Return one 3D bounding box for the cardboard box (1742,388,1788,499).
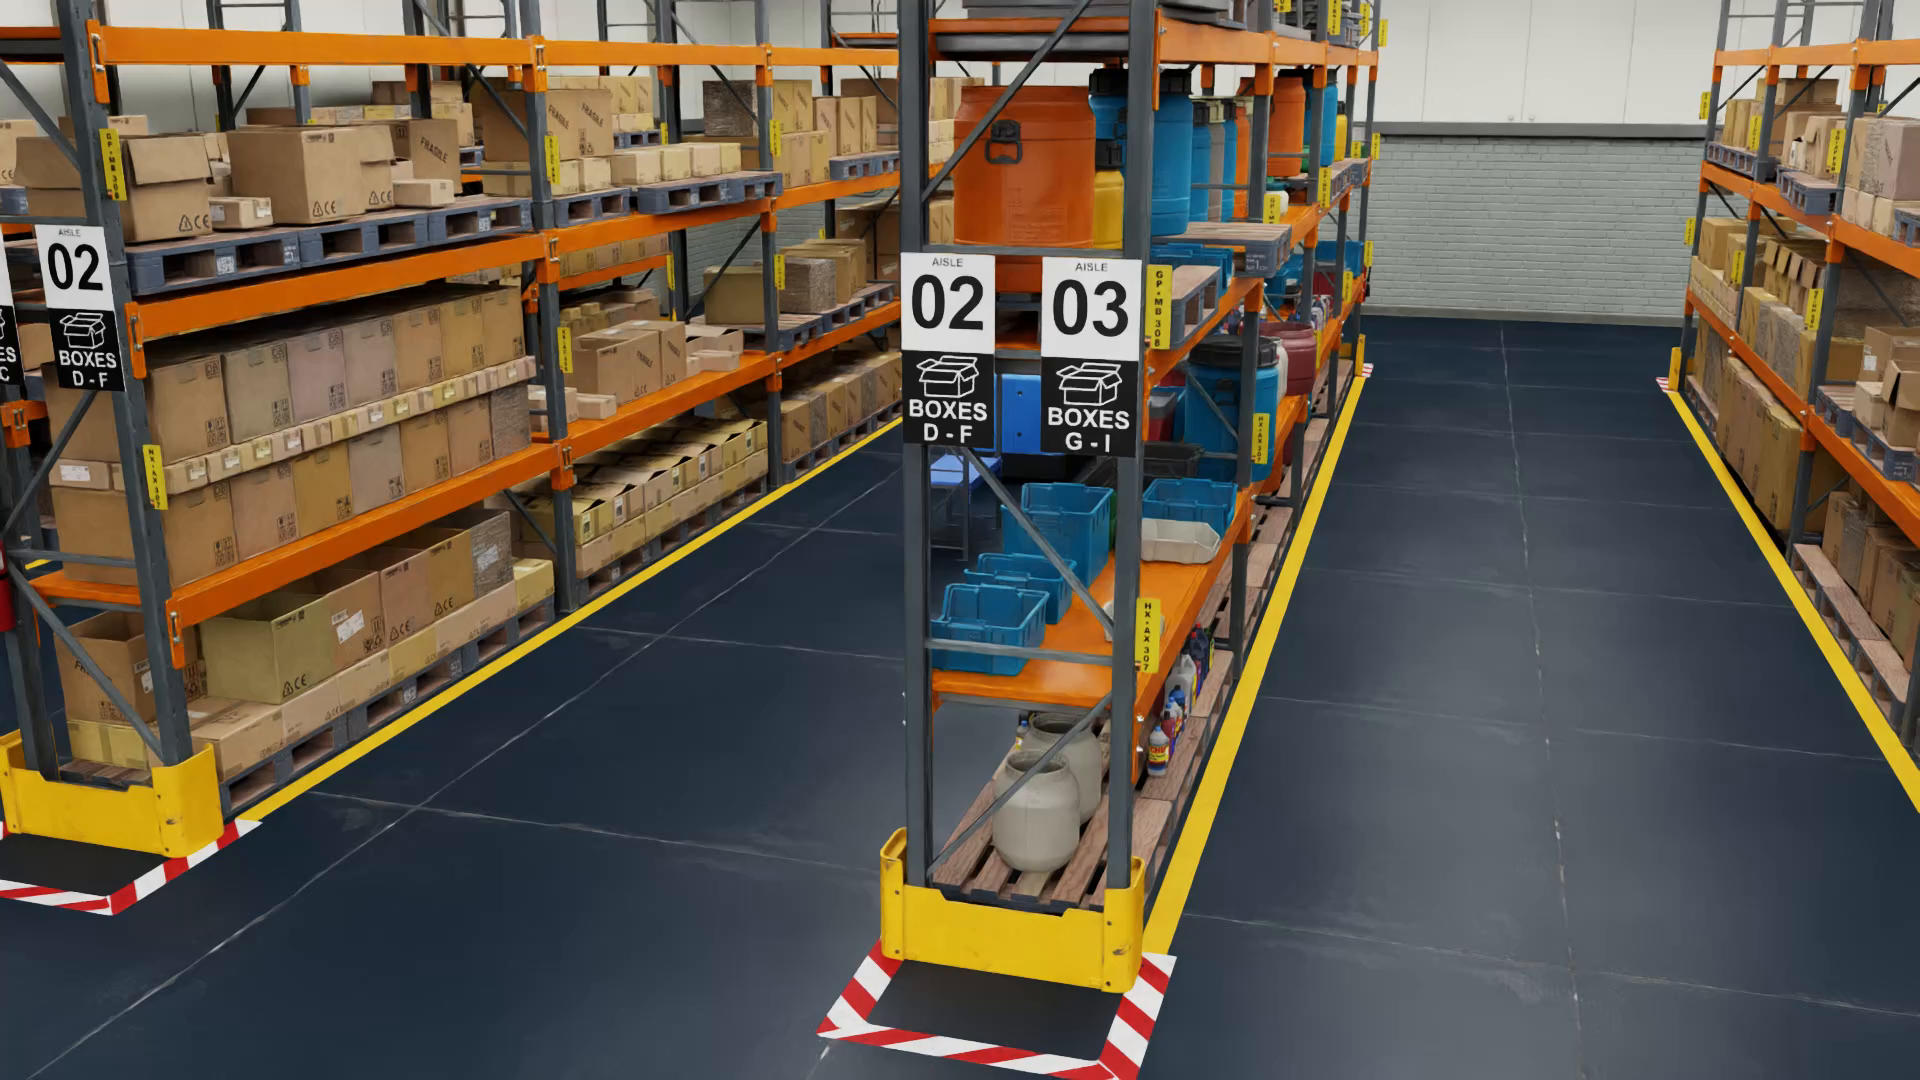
[{"bbox_3d":[7.754,-0.814,14.826,1.225,0.875,0.875,5,16,16],"label":"cardboard box"}]

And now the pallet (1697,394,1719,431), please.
[{"bbox_3d":[9.050,-1.440,19.021,1.003,0.211,1.213,5,16,16],"label":"pallet"}]

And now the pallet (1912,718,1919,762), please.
[{"bbox_3d":[5.984,1.344,9.204,1.003,0.211,1.213,5,16,16],"label":"pallet"}]

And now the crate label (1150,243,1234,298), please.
[{"bbox_3d":[1.104,-1.349,8.364,0.502,0.251,0.408,5,16,16],"label":"crate label"}]

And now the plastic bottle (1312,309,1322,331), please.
[{"bbox_3d":[3.578,-2.202,16.825,0.152,0.276,0.135,5,16,16],"label":"plastic bottle"}]

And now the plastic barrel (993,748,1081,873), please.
[{"bbox_3d":[0.369,1.303,8.027,0.421,0.512,0.421,0,16,0],"label":"plastic barrel"}]

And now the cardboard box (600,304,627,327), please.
[{"bbox_3d":[-5.084,-3.014,23.269,0.700,0.500,0.500,4,16,14],"label":"cardboard box"}]

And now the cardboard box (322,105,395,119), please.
[{"bbox_3d":[-6.617,-4.495,18.195,0.700,0.500,0.500,6,17,19],"label":"cardboard box"}]

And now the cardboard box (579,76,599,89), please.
[{"bbox_3d":[-5.086,-5.832,21.846,0.500,0.500,0.500,5,17,16],"label":"cardboard box"}]

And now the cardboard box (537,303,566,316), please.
[{"bbox_3d":[-5.532,-3.105,22.402,0.380,0.149,0.250,4,16,14],"label":"cardboard box"}]

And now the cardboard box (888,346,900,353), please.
[{"bbox_3d":[-0.979,-2.323,21.145,0.500,0.311,0.500,5,16,16],"label":"cardboard box"}]

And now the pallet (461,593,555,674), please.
[{"bbox_3d":[-3.622,0.601,11.823,1.003,0.211,1.213,5,16,16],"label":"pallet"}]

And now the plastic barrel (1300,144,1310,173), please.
[{"bbox_3d":[3.050,-3.436,14.965,0.294,0.245,0.294,0,16,0],"label":"plastic barrel"}]

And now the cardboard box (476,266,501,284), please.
[{"bbox_3d":[-5.858,-3.348,19.869,0.500,0.500,0.500,5,17,16],"label":"cardboard box"}]

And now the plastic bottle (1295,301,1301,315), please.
[{"bbox_3d":[3.527,-2.326,17.124,0.144,0.351,0.185,5,16,16],"label":"plastic bottle"}]

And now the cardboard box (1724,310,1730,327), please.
[{"bbox_3d":[8.260,-2.321,17.475,0.380,0.149,0.250,5,17,17],"label":"cardboard box"}]

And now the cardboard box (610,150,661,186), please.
[{"bbox_3d":[-2.754,-3.014,13.465,0.500,0.250,0.500,3,16,11],"label":"cardboard box"}]

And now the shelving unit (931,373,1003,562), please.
[{"bbox_3d":[-0.024,-0.699,14.046,0.538,1.500,1.048,5,16,16],"label":"shelving unit"}]

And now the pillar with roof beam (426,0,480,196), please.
[{"bbox_3d":[-2.336,-6.224,19.781,9.100,9.000,0.400,5,16,16],"label":"pillar with roof beam"}]

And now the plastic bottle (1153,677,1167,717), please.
[{"bbox_3d":[1.187,0.895,9.849,0.061,0.283,0.133,5,16,16],"label":"plastic bottle"}]

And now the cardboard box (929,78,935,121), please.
[{"bbox_3d":[-0.703,-5.260,19.866,0.700,0.500,0.500,5,16,16],"label":"cardboard box"}]

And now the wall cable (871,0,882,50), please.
[{"bbox_3d":[-0.153,-9.532,27.879,3.097,2.526,0.112,5,16,16],"label":"wall cable"}]

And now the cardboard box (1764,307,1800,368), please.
[{"bbox_3d":[7.617,-1.818,15.059,0.500,0.500,0.500,5,17,17],"label":"cardboard box"}]

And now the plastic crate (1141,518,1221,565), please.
[{"bbox_3d":[1.173,0.011,9.276,0.530,0.136,0.437,5,16,16],"label":"plastic crate"}]

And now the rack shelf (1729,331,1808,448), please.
[{"bbox_3d":[7.846,-1.400,15.085,1.077,0.370,4.000,5,16,16],"label":"rack shelf"}]

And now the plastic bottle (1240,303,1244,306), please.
[{"bbox_3d":[2.900,-2.302,17.161,0.061,0.283,0.133,5,16,16],"label":"plastic bottle"}]

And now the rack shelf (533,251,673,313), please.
[{"bbox_3d":[-5.265,-3.598,22.837,1.077,0.370,4.000,5,16,16],"label":"rack shelf"}]

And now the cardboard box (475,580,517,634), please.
[{"bbox_3d":[-3.430,0.444,11.536,0.500,0.250,0.500,5,16,16],"label":"cardboard box"}]

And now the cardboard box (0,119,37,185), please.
[{"bbox_3d":[-7.874,-3.158,13.517,0.500,0.500,0.500,7,17,24],"label":"cardboard box"}]

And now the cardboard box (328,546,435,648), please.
[{"bbox_3d":[-3.698,0.346,10.507,0.500,0.500,0.500,5,16,16],"label":"cardboard box"}]

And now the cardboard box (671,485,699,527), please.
[{"bbox_3d":[-2.567,-0.313,14.205,0.500,0.250,0.500,5,17,17],"label":"cardboard box"}]

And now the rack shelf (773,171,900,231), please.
[{"bbox_3d":[-1.651,-3.612,17.388,1.077,0.370,4.000,5,16,16],"label":"rack shelf"}]

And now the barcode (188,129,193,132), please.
[{"bbox_3d":[-7.643,-4.049,16.511,0.001,0.075,0.075,5,16,16],"label":"barcode"}]

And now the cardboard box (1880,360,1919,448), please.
[{"bbox_3d":[6.545,-0.888,11.005,0.797,0.503,0.637,6,17,22],"label":"cardboard box"}]

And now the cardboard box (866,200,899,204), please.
[{"bbox_3d":[-0.901,-3.986,20.869,0.500,0.500,0.500,5,17,16],"label":"cardboard box"}]

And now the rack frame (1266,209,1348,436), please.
[{"bbox_3d":[3.666,-2.653,18.186,1.000,3.000,0.127,5,16,16],"label":"rack frame"}]

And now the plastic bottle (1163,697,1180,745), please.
[{"bbox_3d":[1.195,1.021,9.425,0.097,0.271,0.097,0,16,0],"label":"plastic bottle"}]

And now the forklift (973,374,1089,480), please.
[{"bbox_3d":[0.898,-2.355,17.260,1.130,2.935,3.031,4,16,14],"label":"forklift"}]

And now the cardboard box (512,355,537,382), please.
[{"bbox_3d":[-3.228,-1.218,11.753,0.380,0.149,0.250,5,16,16],"label":"cardboard box"}]

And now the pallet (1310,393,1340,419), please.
[{"bbox_3d":[3.837,-1.507,19.255,1.003,0.211,1.213,5,16,16],"label":"pallet"}]

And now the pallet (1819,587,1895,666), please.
[{"bbox_3d":[6.705,0.642,11.681,1.003,0.211,1.213,5,16,16],"label":"pallet"}]

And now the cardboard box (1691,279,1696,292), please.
[{"bbox_3d":[9.062,-3.060,20.081,0.380,0.149,0.250,4,16,15],"label":"cardboard box"}]

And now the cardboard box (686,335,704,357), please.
[{"bbox_3d":[-2.659,-1.730,15.094,0.500,0.311,0.500,4,16,15],"label":"cardboard box"}]

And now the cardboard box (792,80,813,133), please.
[{"bbox_3d":[-1.799,-4.344,16.636,0.500,0.500,0.500,5,16,16],"label":"cardboard box"}]

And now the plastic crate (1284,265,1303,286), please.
[{"bbox_3d":[4.042,-3.264,20.538,0.416,0.233,0.300,5,16,16],"label":"plastic crate"}]

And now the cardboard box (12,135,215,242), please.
[{"bbox_3d":[-4.325,-1.811,8.504,0.797,0.503,0.637,6,17,20],"label":"cardboard box"}]

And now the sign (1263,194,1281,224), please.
[{"bbox_3d":[1.916,-1.962,10.236,0.100,0.325,0.005,5,16,16],"label":"sign"}]

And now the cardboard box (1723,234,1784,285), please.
[{"bbox_3d":[8.435,-2.972,17.667,0.500,0.500,0.500,5,17,16],"label":"cardboard box"}]

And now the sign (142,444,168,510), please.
[{"bbox_3d":[-3.962,-0.309,8.189,0.100,0.325,0.005,5,16,16],"label":"sign"}]

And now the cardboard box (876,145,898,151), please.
[{"bbox_3d":[-0.707,-4.517,19.536,0.500,0.250,0.500,5,16,16],"label":"cardboard box"}]

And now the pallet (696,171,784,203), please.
[{"bbox_3d":[-2.326,-3.159,14.820,1.213,0.211,1.003,5,17,18],"label":"pallet"}]

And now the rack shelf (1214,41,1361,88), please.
[{"bbox_3d":[3.097,-4.477,15.675,1.077,0.370,4.000,5,16,16],"label":"rack shelf"}]

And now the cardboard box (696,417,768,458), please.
[{"bbox_3d":[-2.132,-0.984,15.545,0.500,0.311,0.500,5,17,17],"label":"cardboard box"}]

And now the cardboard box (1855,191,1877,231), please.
[{"bbox_3d":[6.754,-2.356,11.916,0.500,0.250,0.500,5,17,17],"label":"cardboard box"}]

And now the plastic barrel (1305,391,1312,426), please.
[{"bbox_3d":[3.495,-1.705,17.918,0.600,0.901,0.708,5,16,16],"label":"plastic barrel"}]

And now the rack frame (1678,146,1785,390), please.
[{"bbox_3d":[9.551,-3.315,20.521,1.000,3.000,0.127,5,16,16],"label":"rack frame"}]

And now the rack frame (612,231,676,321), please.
[{"bbox_3d":[-4.696,-4.468,24.584,1.000,3.000,0.127,5,16,16],"label":"rack frame"}]

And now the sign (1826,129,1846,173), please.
[{"bbox_3d":[6.748,-2.997,12.811,0.100,0.325,0.005,5,16,16],"label":"sign"}]

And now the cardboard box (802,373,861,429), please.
[{"bbox_3d":[-1.382,-1.503,17.905,0.500,0.500,0.500,4,16,14],"label":"cardboard box"}]

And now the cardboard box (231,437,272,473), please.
[{"bbox_3d":[-4.030,-0.479,9.150,0.380,0.149,0.250,5,16,16],"label":"cardboard box"}]
